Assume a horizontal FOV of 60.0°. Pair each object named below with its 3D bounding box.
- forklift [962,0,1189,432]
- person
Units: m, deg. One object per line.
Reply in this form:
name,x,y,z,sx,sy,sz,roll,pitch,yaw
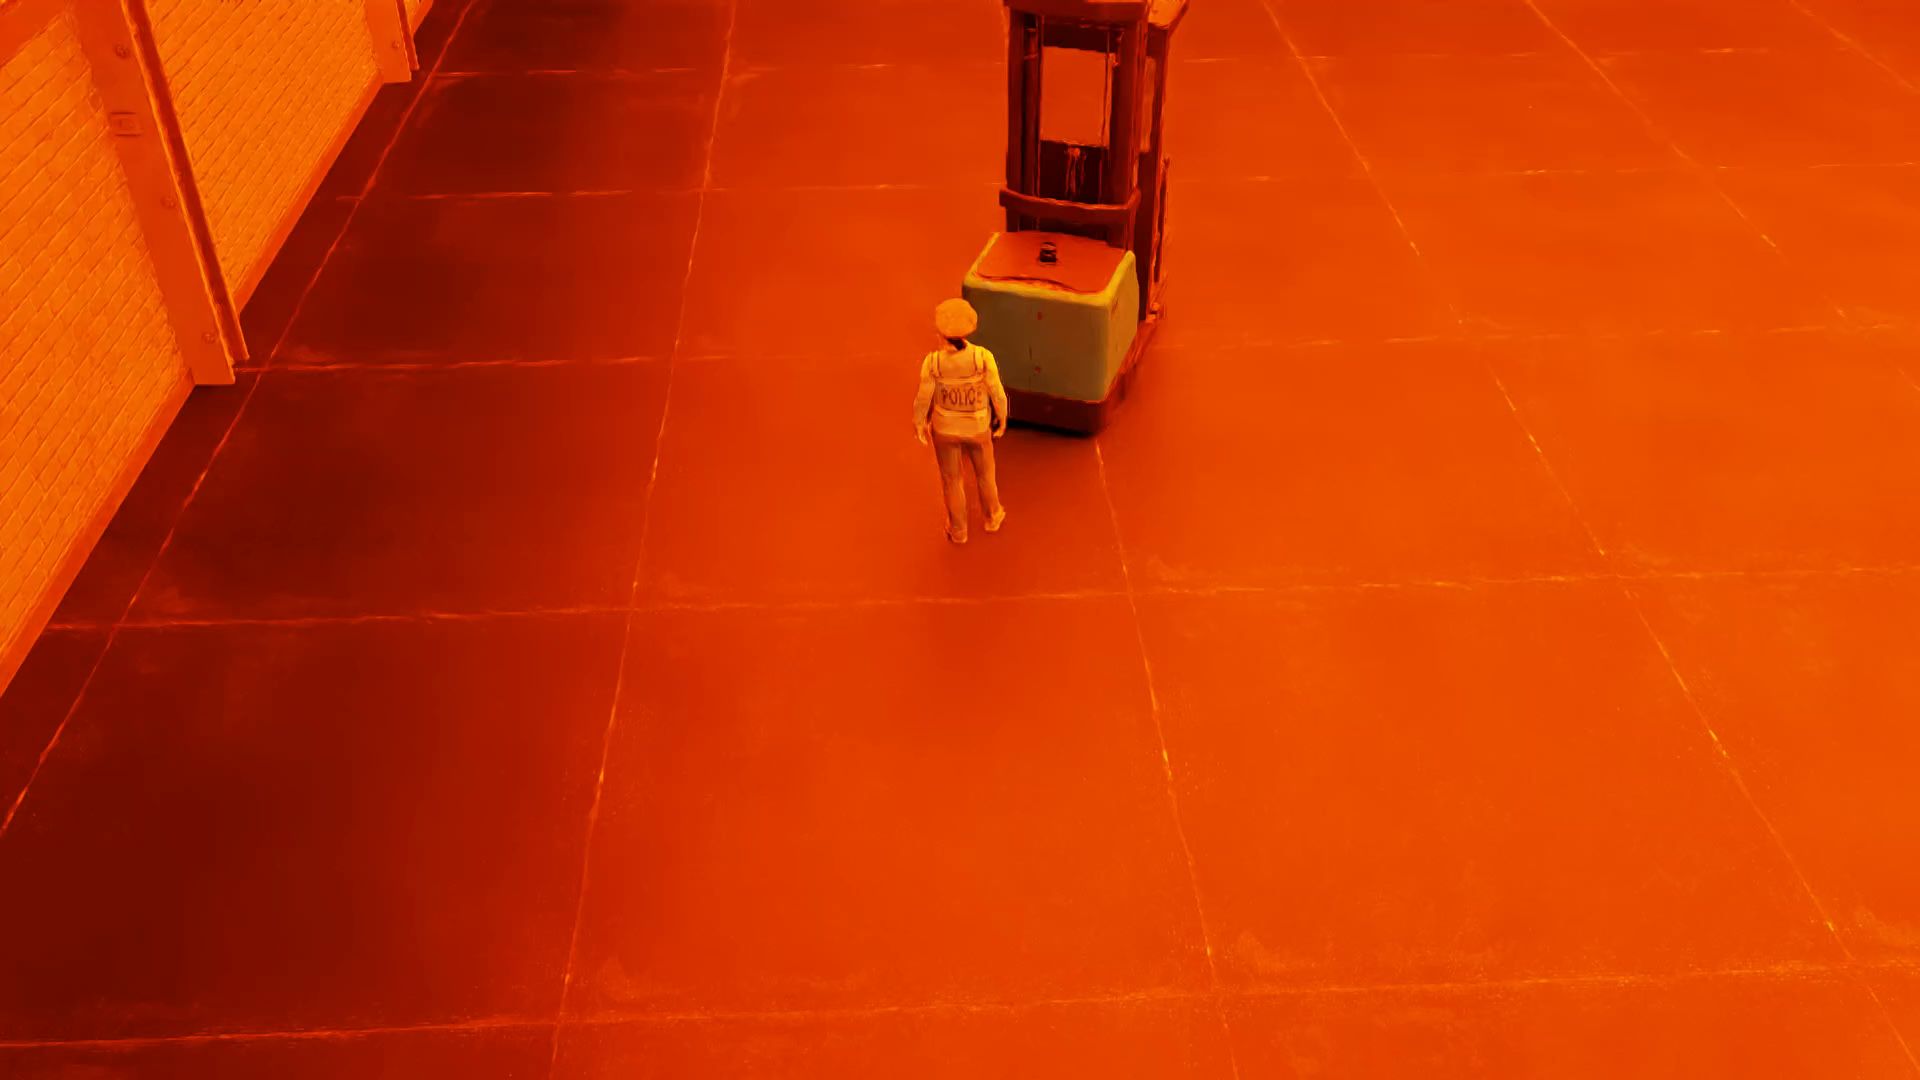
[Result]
forklift,0.936,-2.794,11.846,1.130,2.935,3.031,11,37,14
person,0.003,-0.731,10.052,0.586,1.695,0.533,-2,36,-2
